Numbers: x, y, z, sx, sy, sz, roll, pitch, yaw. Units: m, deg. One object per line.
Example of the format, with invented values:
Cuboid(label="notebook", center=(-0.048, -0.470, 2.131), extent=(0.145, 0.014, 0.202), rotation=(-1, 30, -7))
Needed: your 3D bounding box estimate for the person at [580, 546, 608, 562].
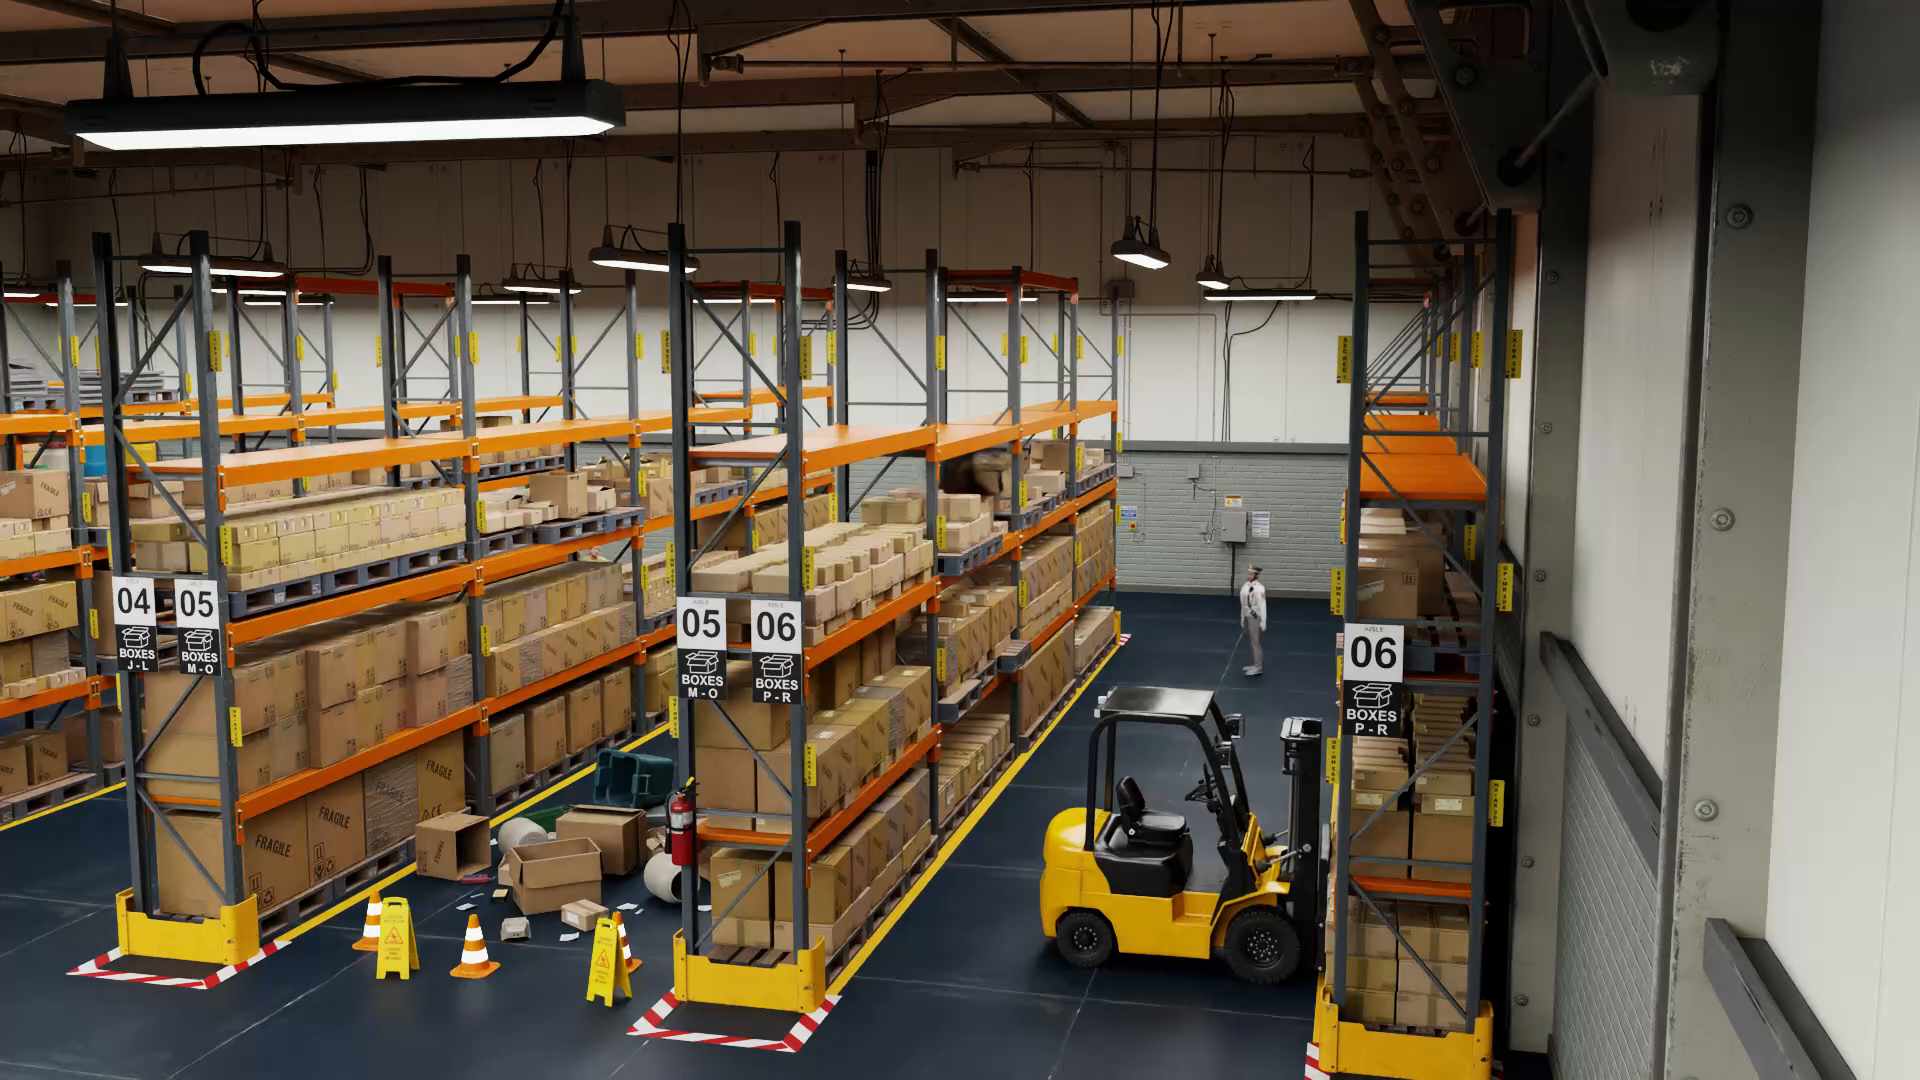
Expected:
Cuboid(label="person", center=(-6.289, 0.849, 28.436), extent=(0.631, 1.643, 0.997), rotation=(1, 7, 11))

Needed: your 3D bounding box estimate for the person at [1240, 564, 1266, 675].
Cuboid(label="person", center=(4.492, 1.211, 25.599), extent=(0.355, 1.695, 0.534), rotation=(-1, 7, -7))
